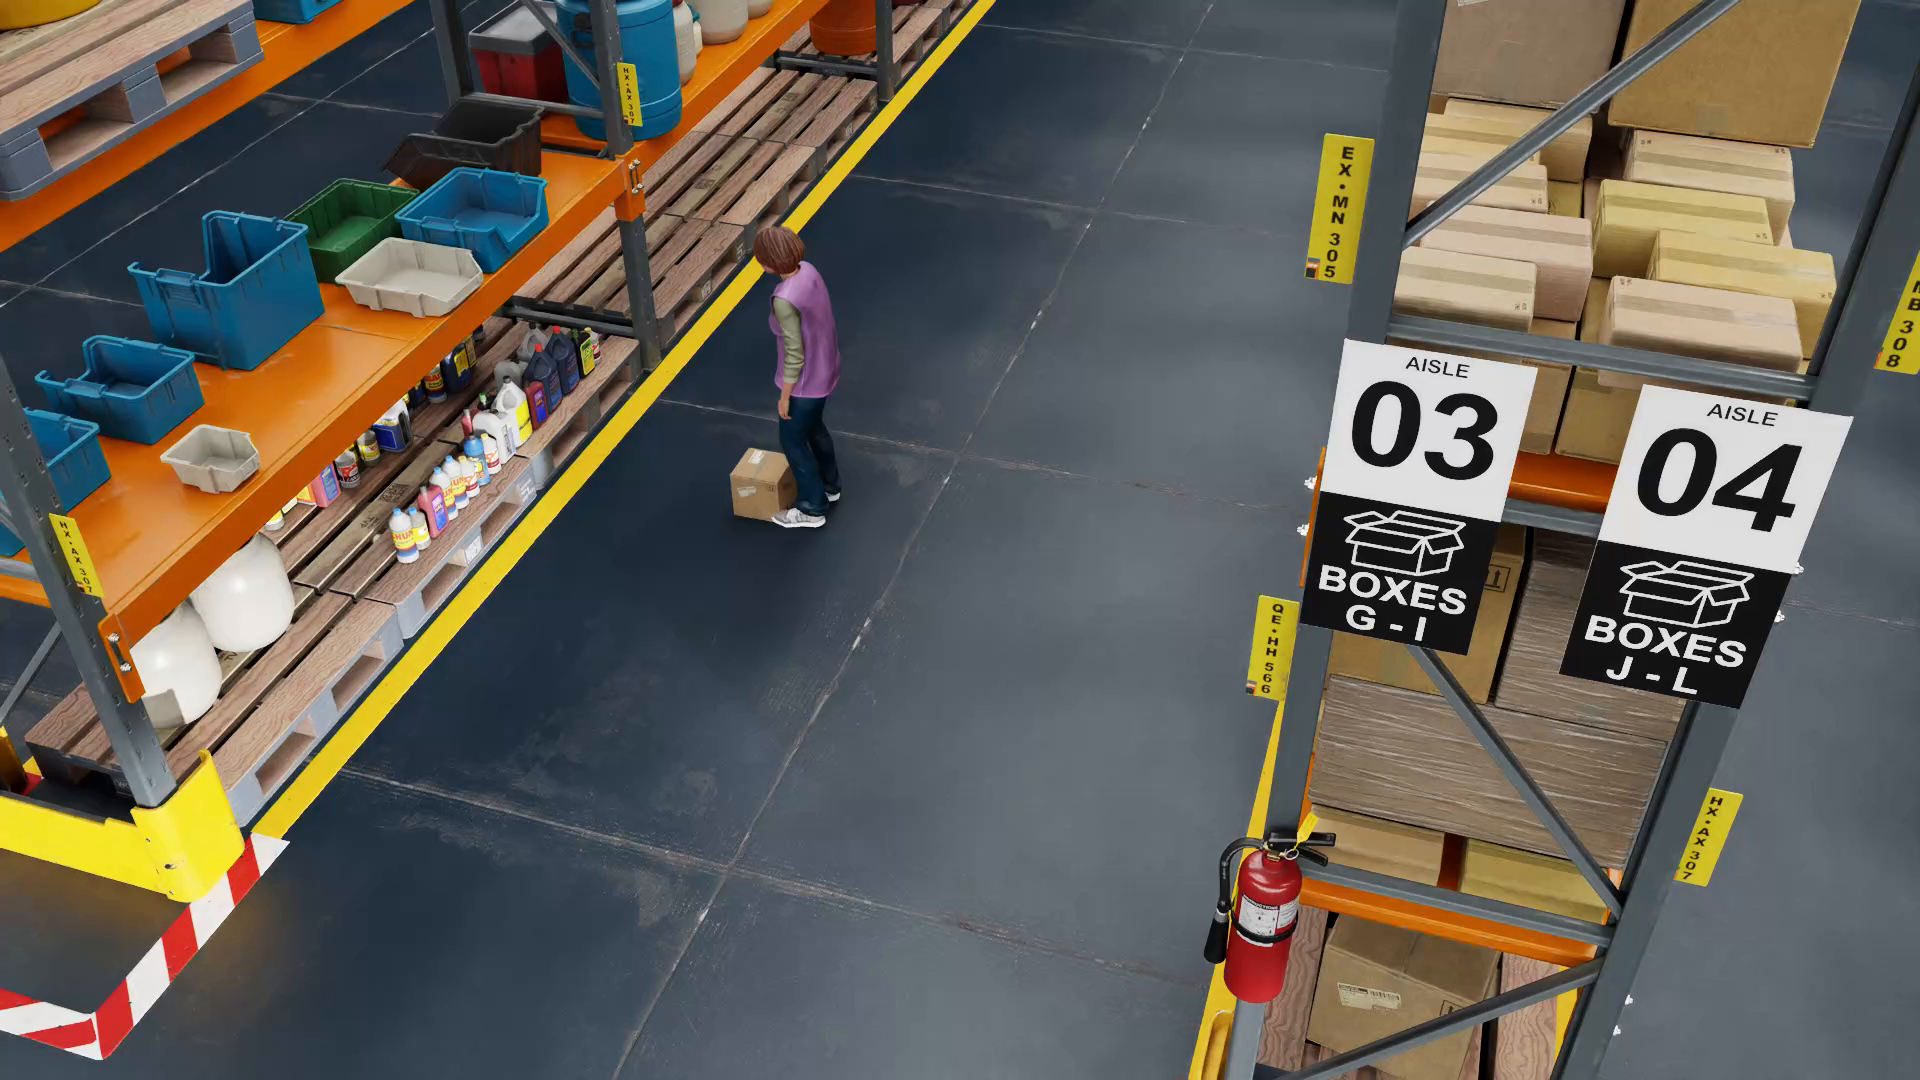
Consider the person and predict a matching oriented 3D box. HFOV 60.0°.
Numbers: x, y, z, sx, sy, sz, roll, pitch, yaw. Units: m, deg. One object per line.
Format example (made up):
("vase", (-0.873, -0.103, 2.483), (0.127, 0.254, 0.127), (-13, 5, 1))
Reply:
("person", (-0.755, -0.767, 7.896), (0.330, 1.592, 0.484), (9, 38, 11))
